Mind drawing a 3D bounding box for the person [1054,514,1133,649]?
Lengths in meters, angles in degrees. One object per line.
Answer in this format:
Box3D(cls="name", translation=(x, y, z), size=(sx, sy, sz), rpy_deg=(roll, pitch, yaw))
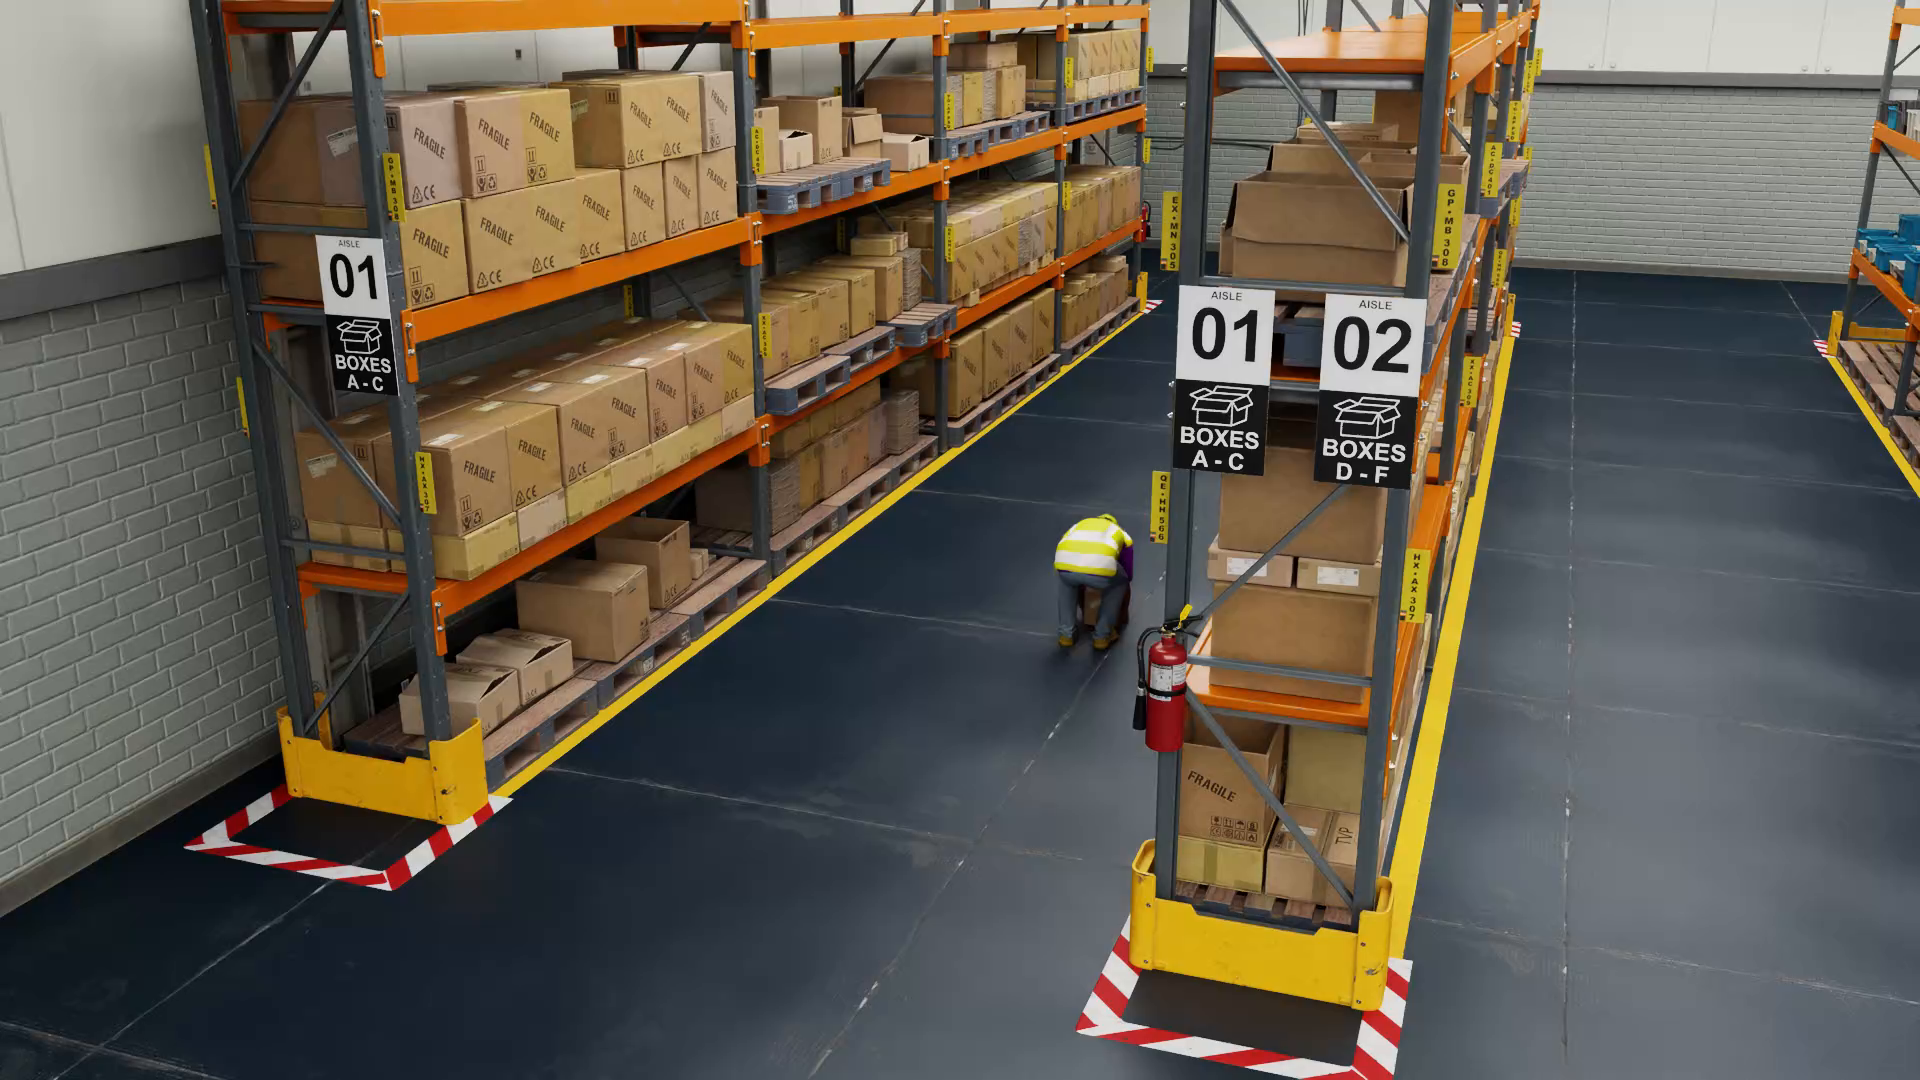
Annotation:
Box3D(cls="person", translation=(0.934, 0.273, 11.687), size=(0.511, 0.864, 0.980), rpy_deg=(6, 19, 16))
